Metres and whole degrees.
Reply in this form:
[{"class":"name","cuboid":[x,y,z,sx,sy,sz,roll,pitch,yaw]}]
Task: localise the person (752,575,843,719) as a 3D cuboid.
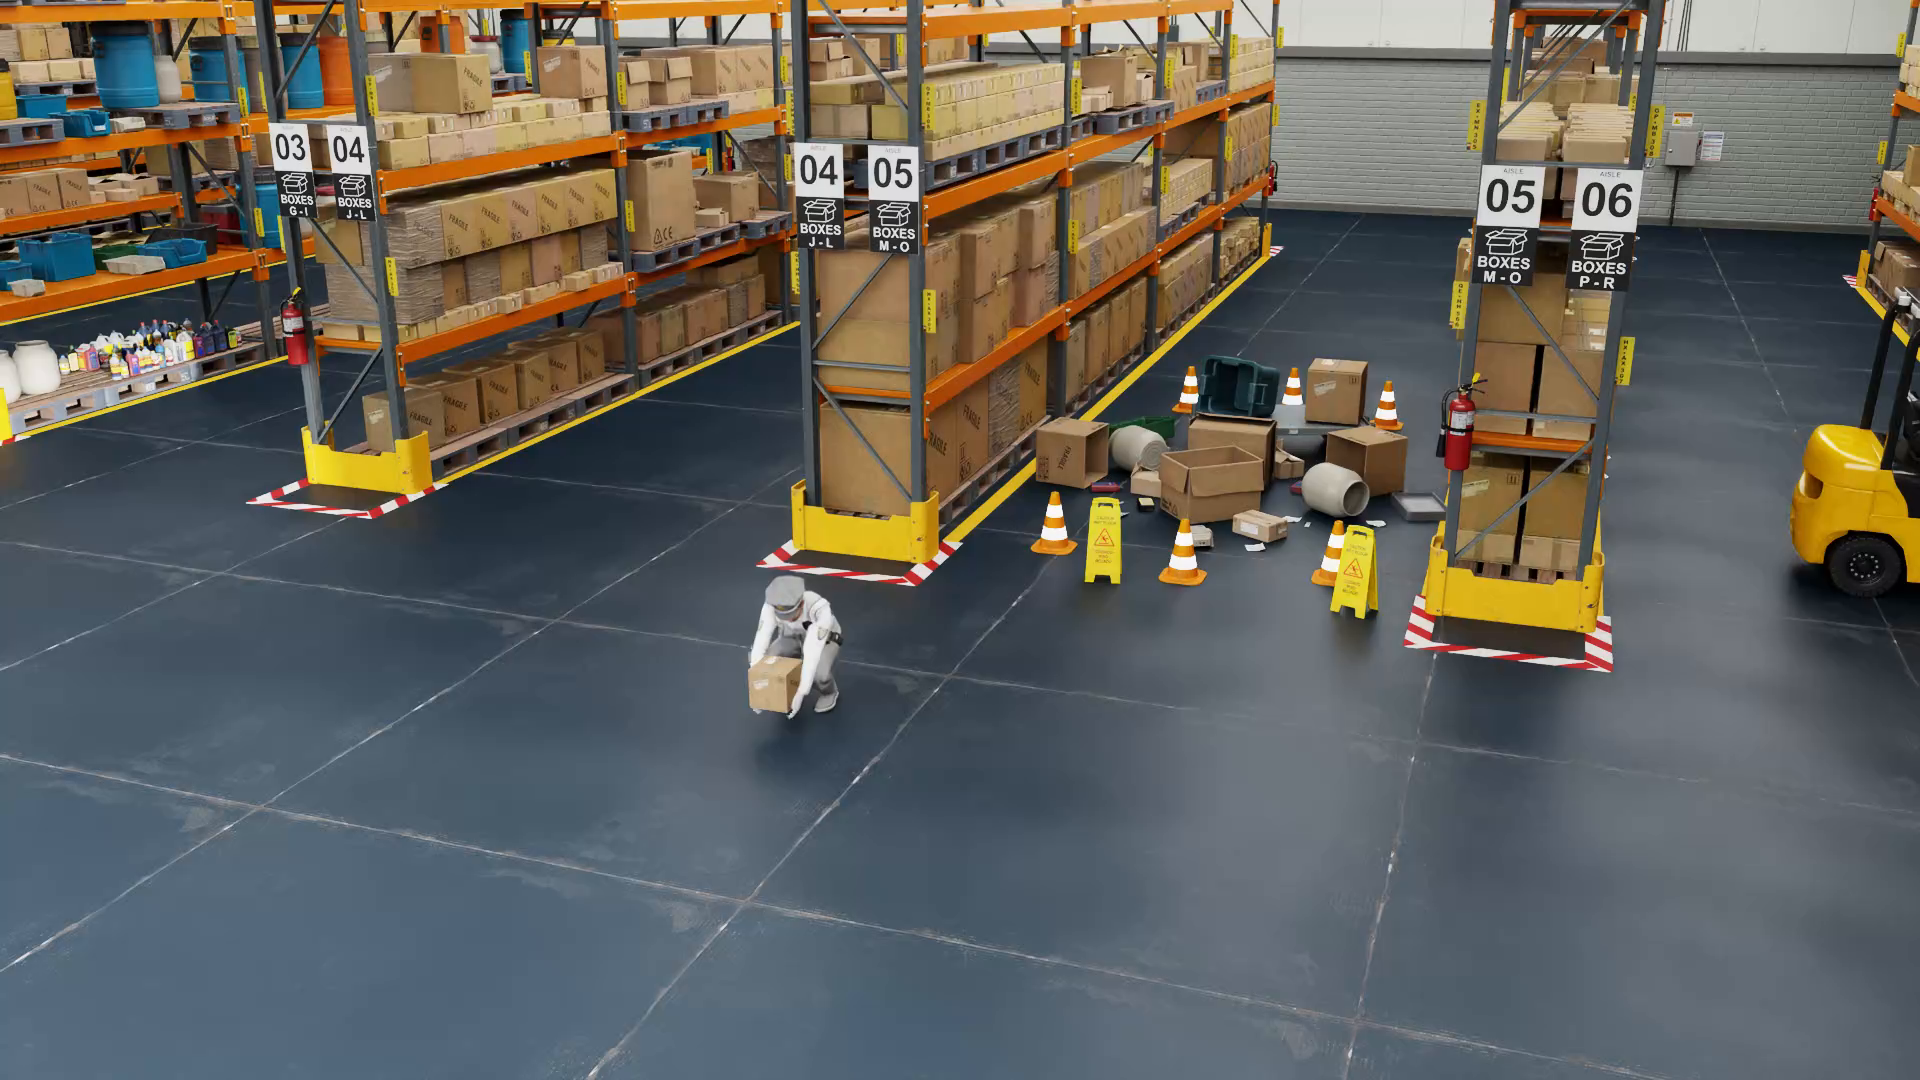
[{"class":"person","cuboid":[-1.005,0.628,10.318,0.467,0.971,0.836,6,20,17]}]
